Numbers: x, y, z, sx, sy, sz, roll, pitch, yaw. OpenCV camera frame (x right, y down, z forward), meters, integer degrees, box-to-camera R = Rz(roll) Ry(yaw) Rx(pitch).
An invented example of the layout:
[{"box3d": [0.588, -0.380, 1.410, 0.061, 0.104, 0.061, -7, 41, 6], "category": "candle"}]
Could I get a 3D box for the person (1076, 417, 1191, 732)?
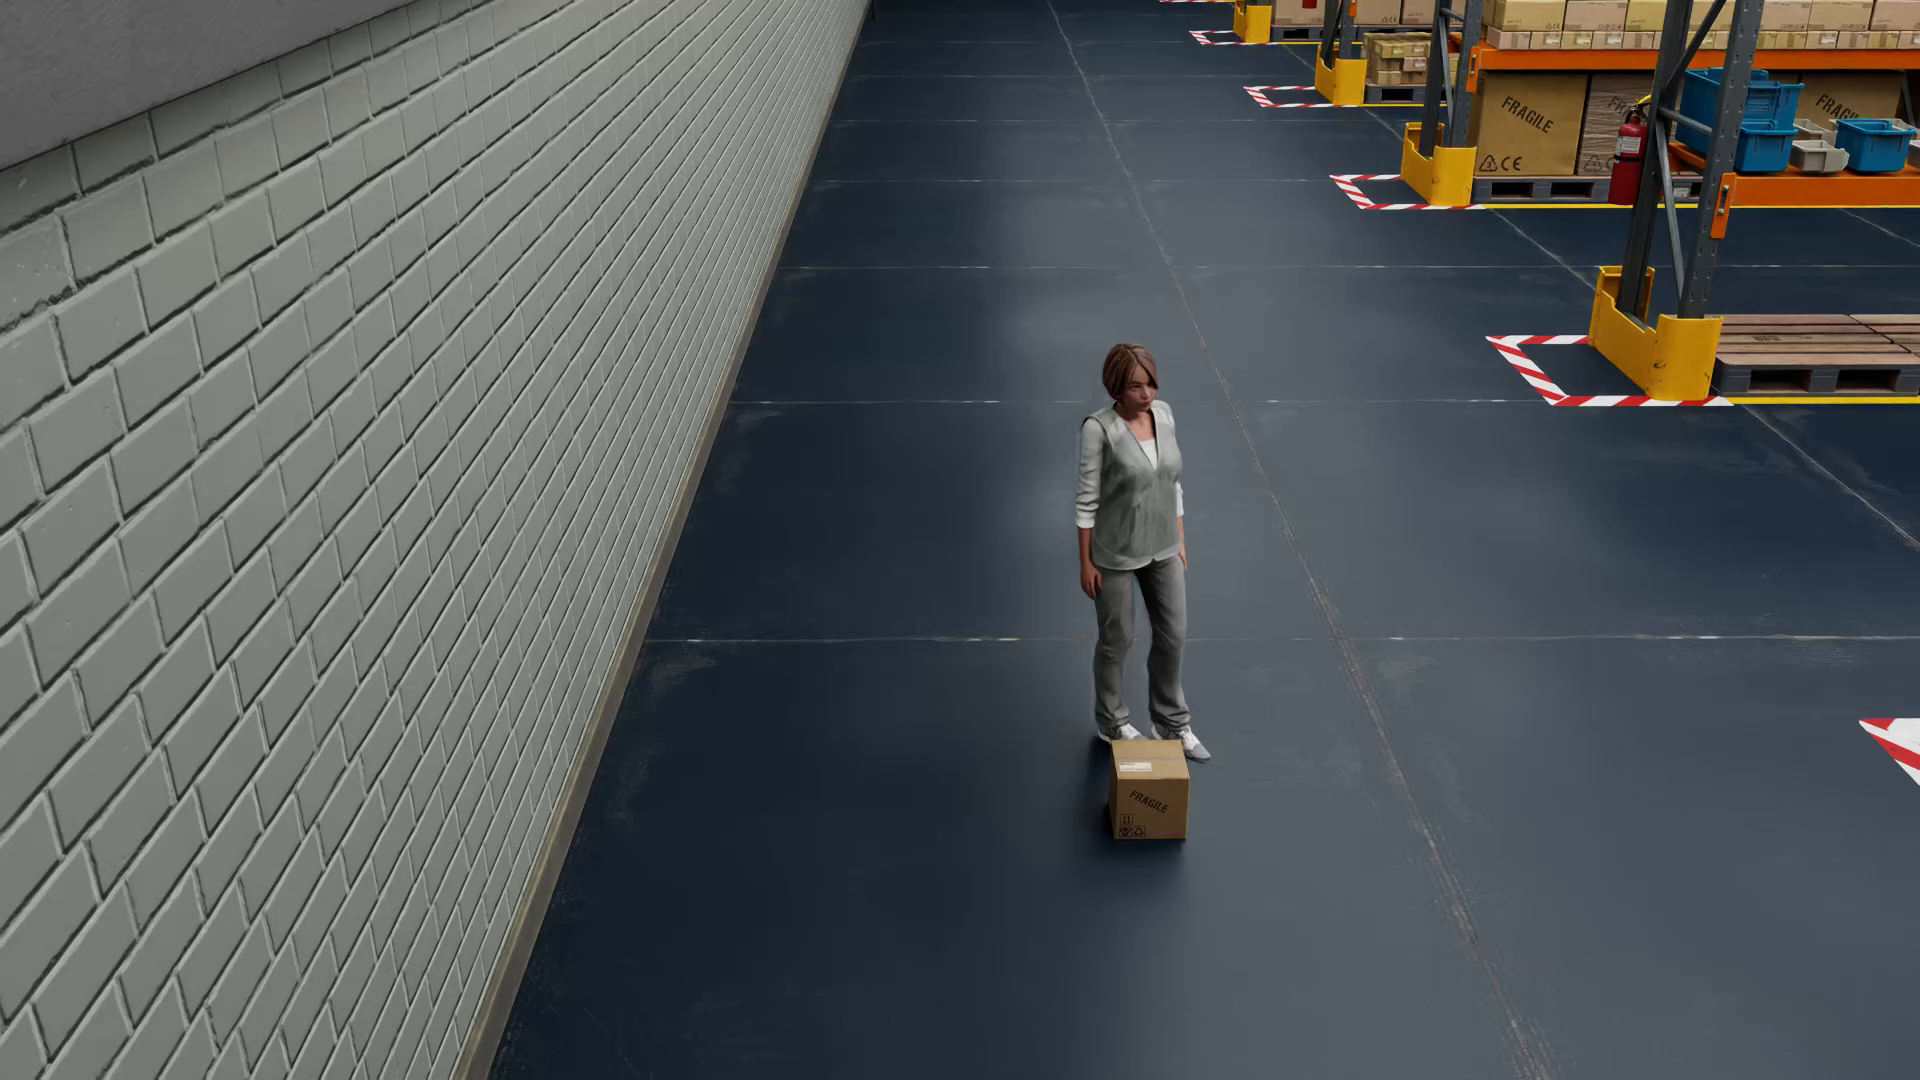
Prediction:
[{"box3d": [0.619, 0.135, 6.015, 0.440, 1.282, 0.304, -13, 27, -25], "category": "person"}]
